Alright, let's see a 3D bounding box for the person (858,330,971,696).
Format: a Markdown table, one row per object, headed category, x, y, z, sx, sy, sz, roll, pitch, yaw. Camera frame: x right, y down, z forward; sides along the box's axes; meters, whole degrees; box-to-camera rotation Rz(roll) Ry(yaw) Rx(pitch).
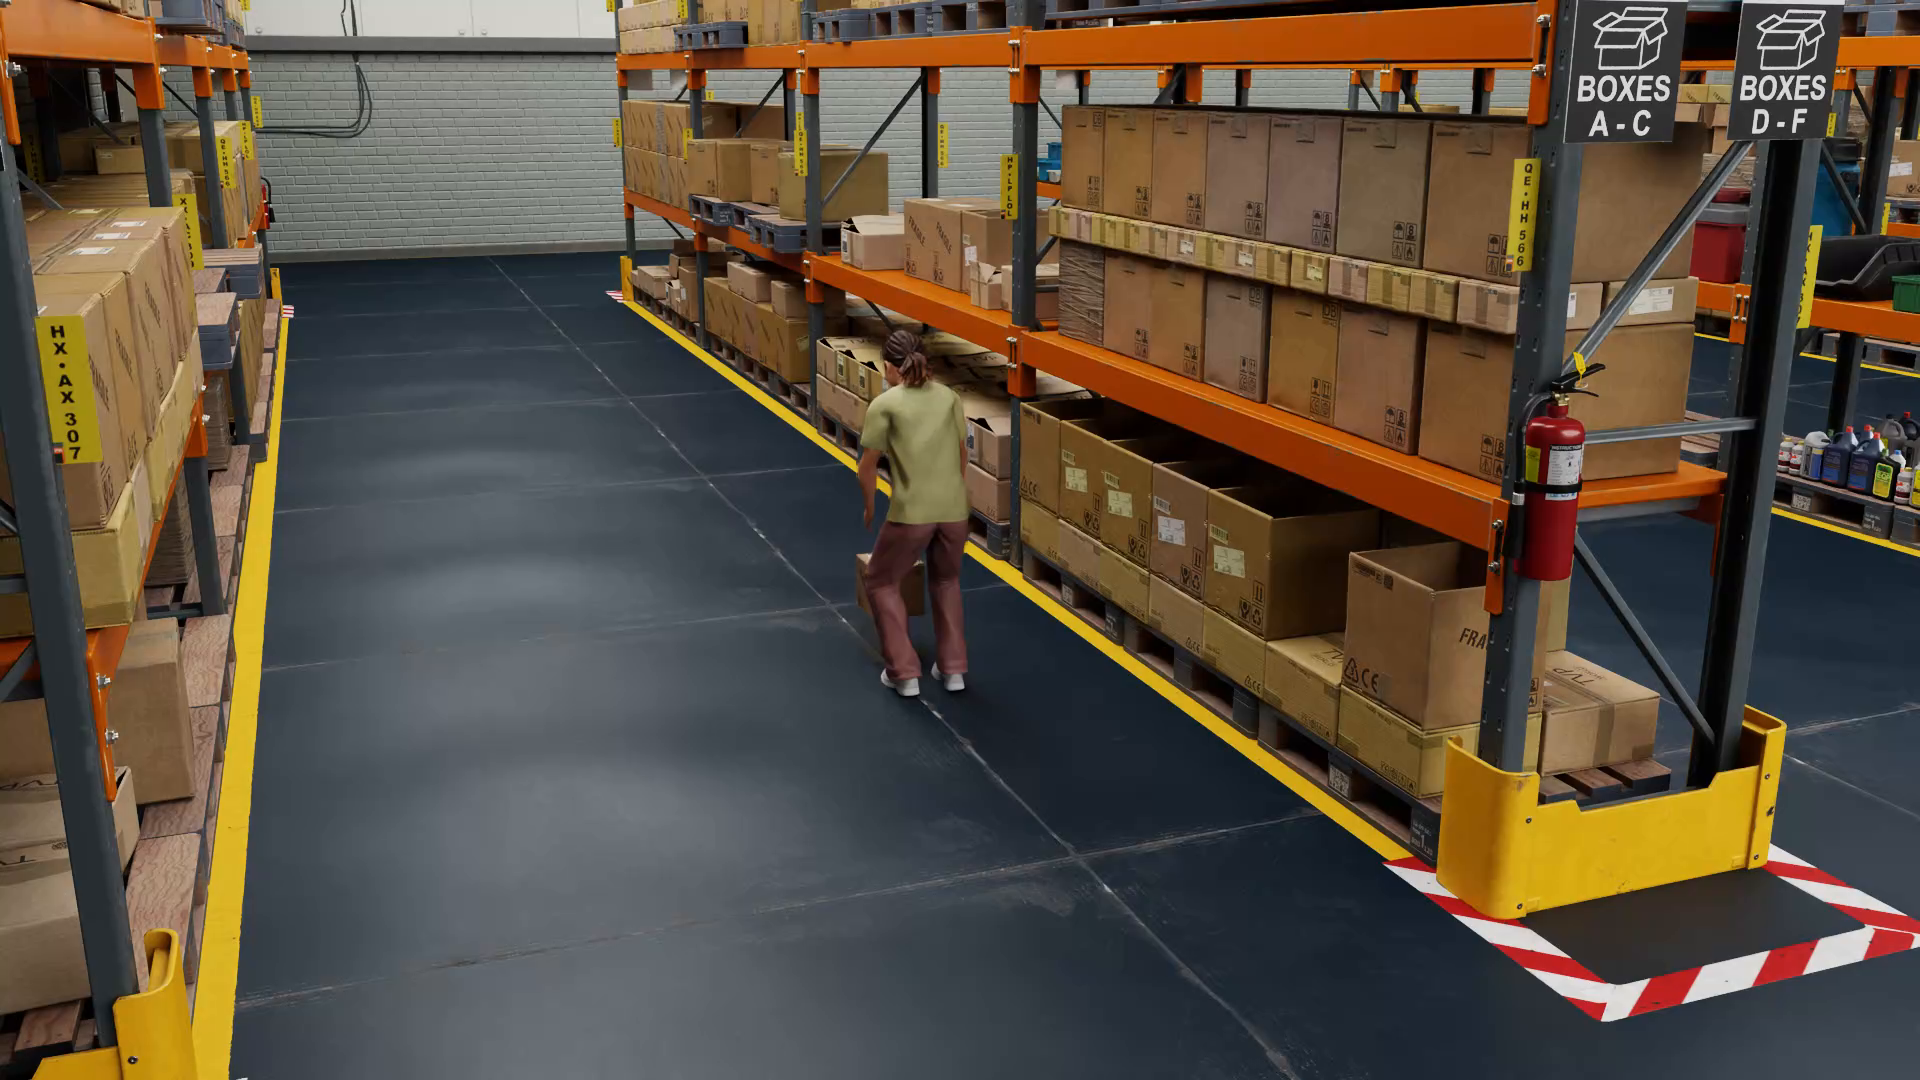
| category | x | y | z | sx | sy | sz | roll | pitch | yaw |
| --- | --- | --- | --- | --- | --- | --- | --- | --- | --- |
| person | -0.196 | -0.108 | 7.151 | 0.490 | 1.556 | 0.489 | -5 | 17 | -19 |
